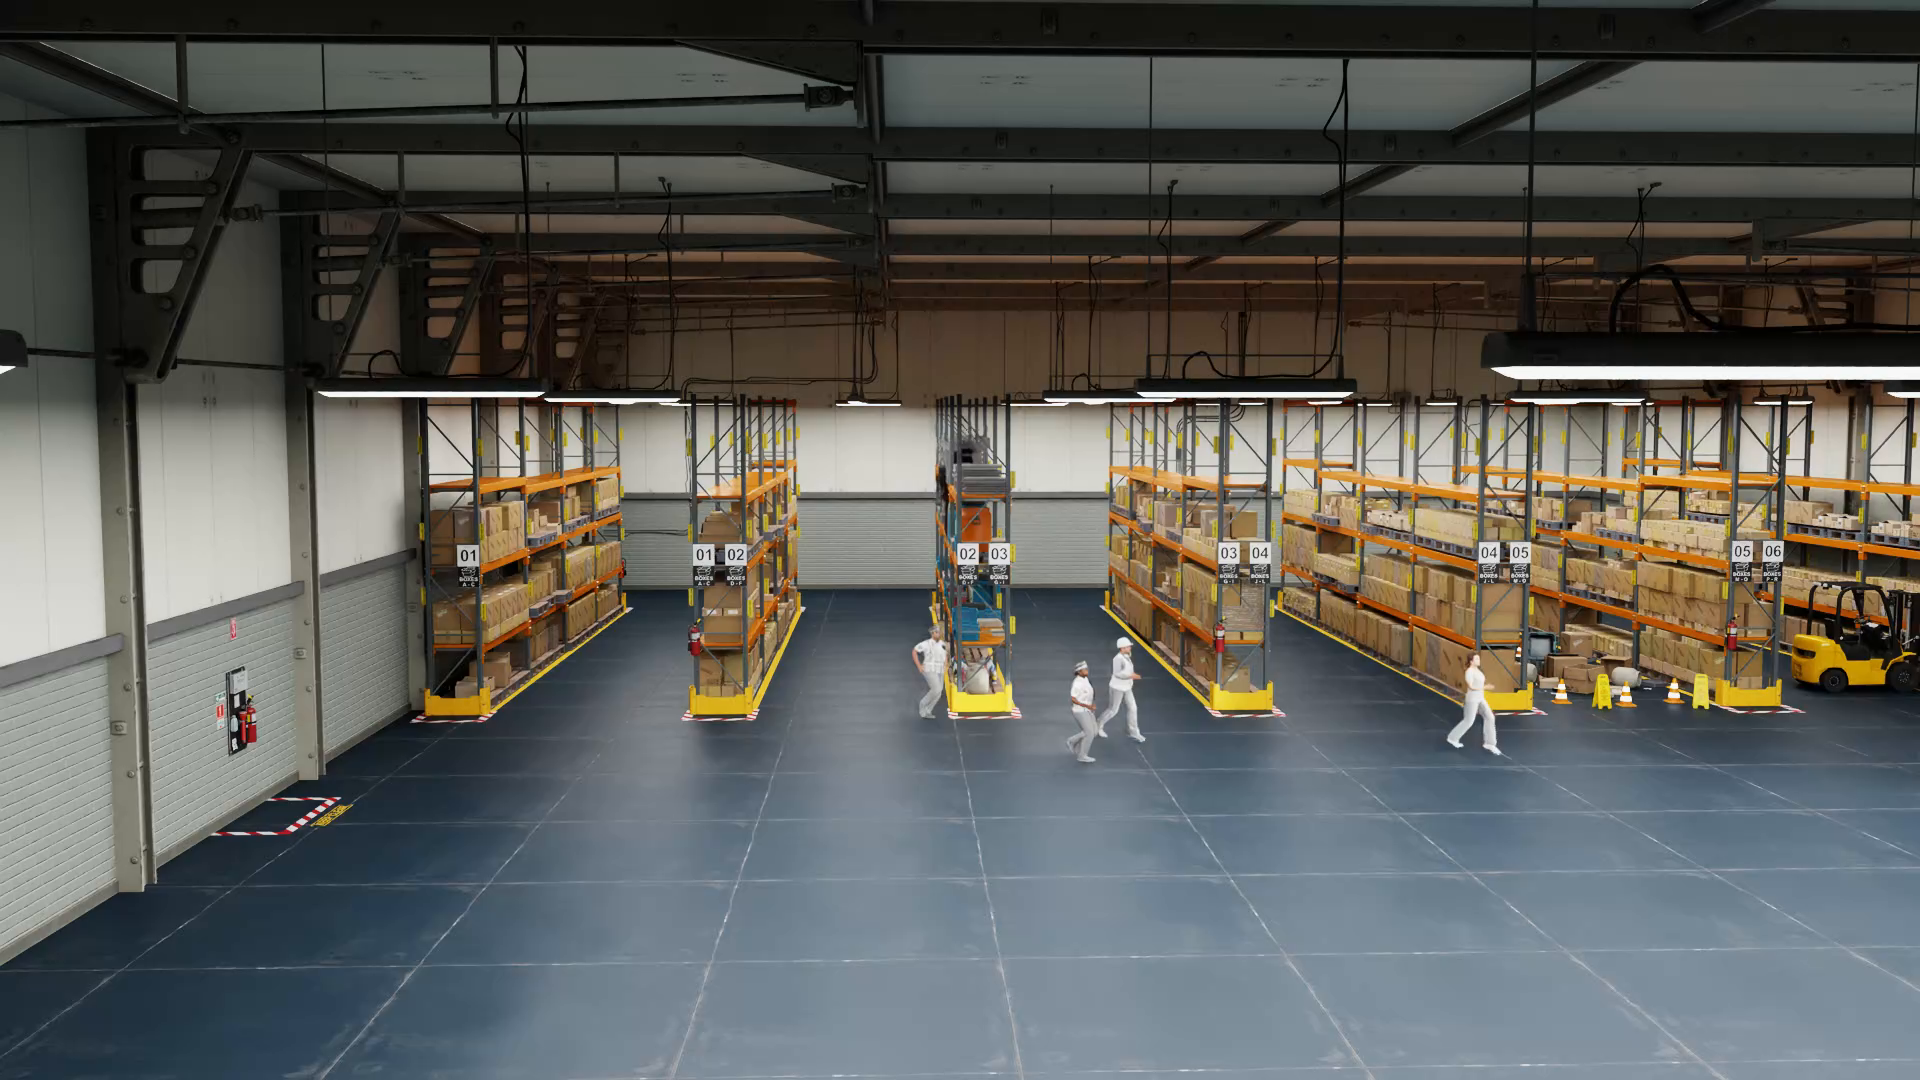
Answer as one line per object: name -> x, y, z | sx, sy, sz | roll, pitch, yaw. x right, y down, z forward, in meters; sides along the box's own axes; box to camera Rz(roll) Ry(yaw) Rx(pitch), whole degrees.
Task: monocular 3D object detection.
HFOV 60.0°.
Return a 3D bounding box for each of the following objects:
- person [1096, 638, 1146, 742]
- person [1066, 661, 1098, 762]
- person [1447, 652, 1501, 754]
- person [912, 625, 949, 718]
person -> 2.743, 2.569, 28.683 | 0.937, 1.791, 0.623 | 2, 5, 29
person -> 1.986, 2.773, 26.991 | 0.563, 1.650, 0.573 | 2, 5, 23
person -> 8.606, 2.709, 27.796 | 0.886, 1.689, 0.569 | 4, 6, 39
person -> -0.463, 2.432, 30.801 | 0.582, 1.726, 0.691 | 4, 6, 41
